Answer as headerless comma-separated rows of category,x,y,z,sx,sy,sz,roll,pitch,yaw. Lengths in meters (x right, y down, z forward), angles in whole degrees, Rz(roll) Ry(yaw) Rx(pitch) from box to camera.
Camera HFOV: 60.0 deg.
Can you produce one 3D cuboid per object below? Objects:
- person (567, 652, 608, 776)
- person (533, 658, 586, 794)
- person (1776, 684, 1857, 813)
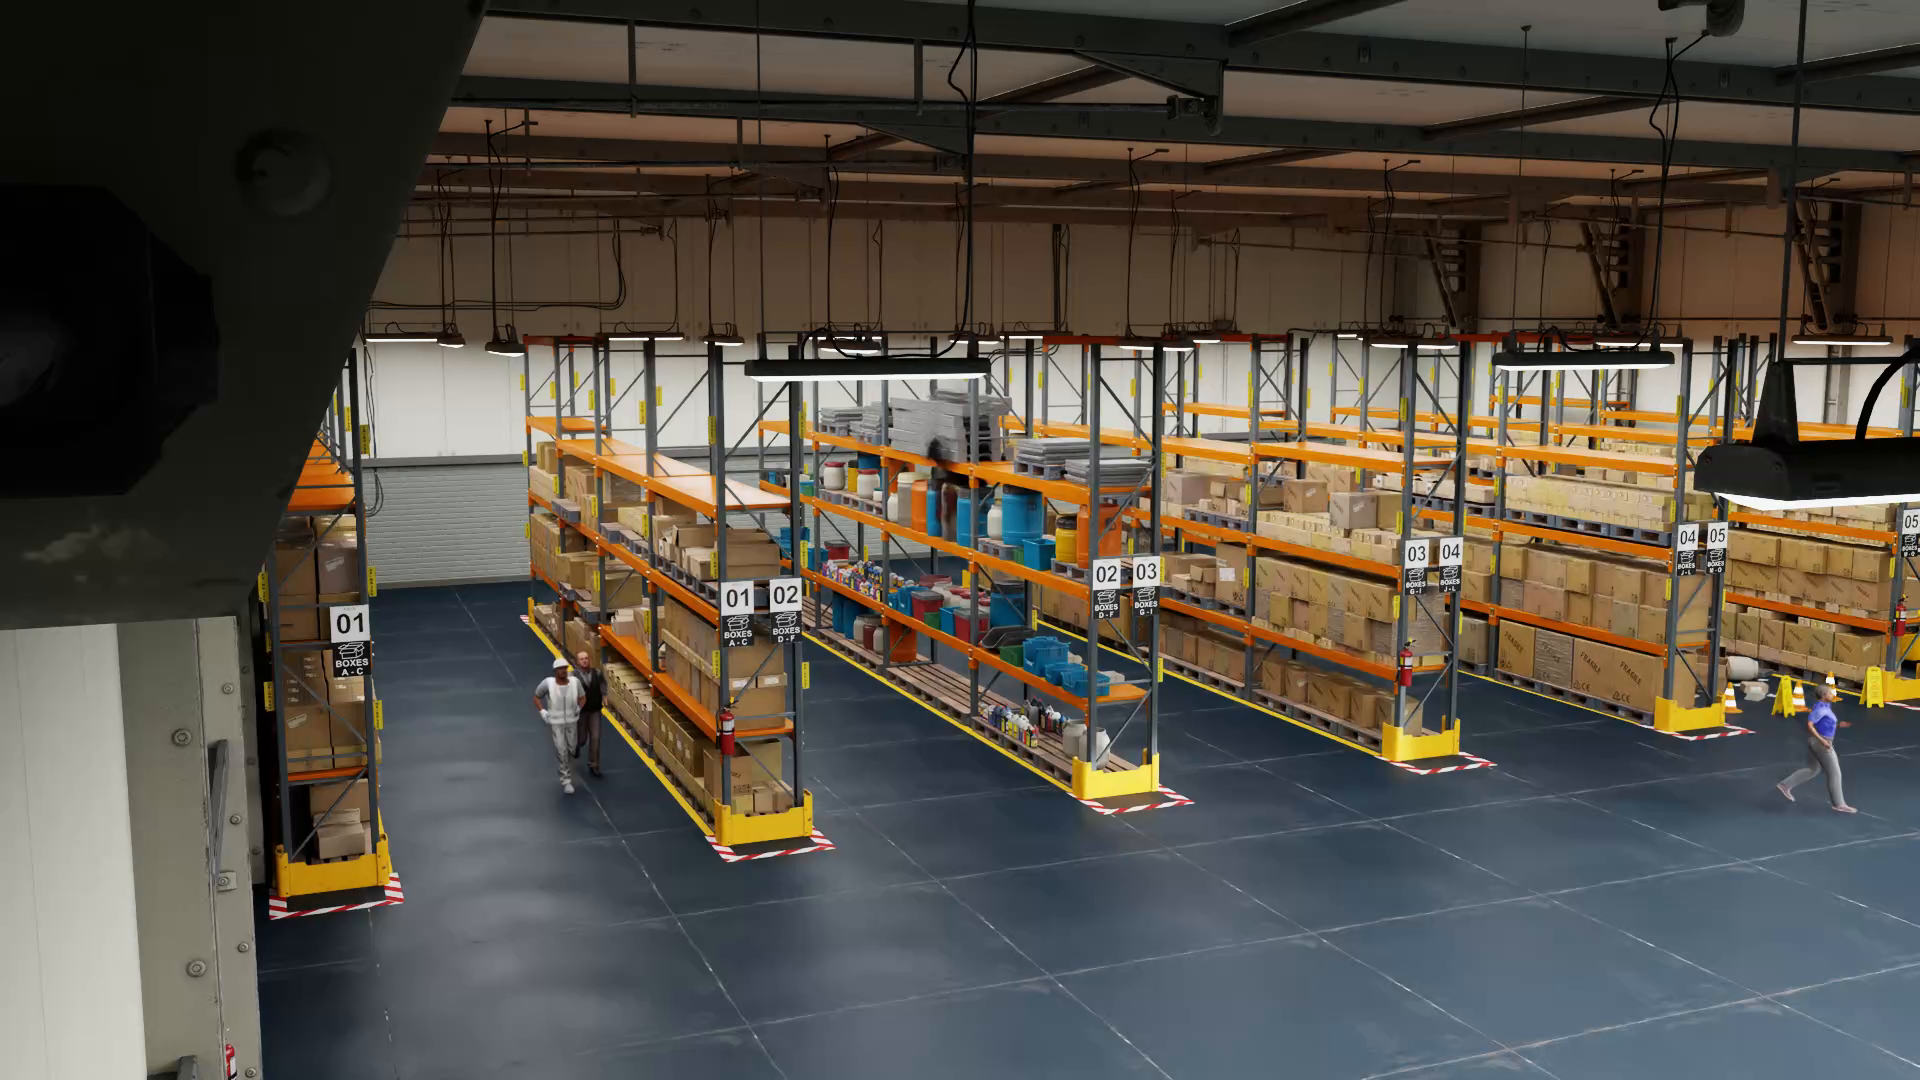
person,-5.216,2.403,23.271,0.676,1.689,0.971,-4,8,-26
person,-5.378,2.469,22.487,0.688,1.783,0.837,-4,9,-28
person,11.062,2.660,21.391,0.941,1.639,0.578,2,8,16
